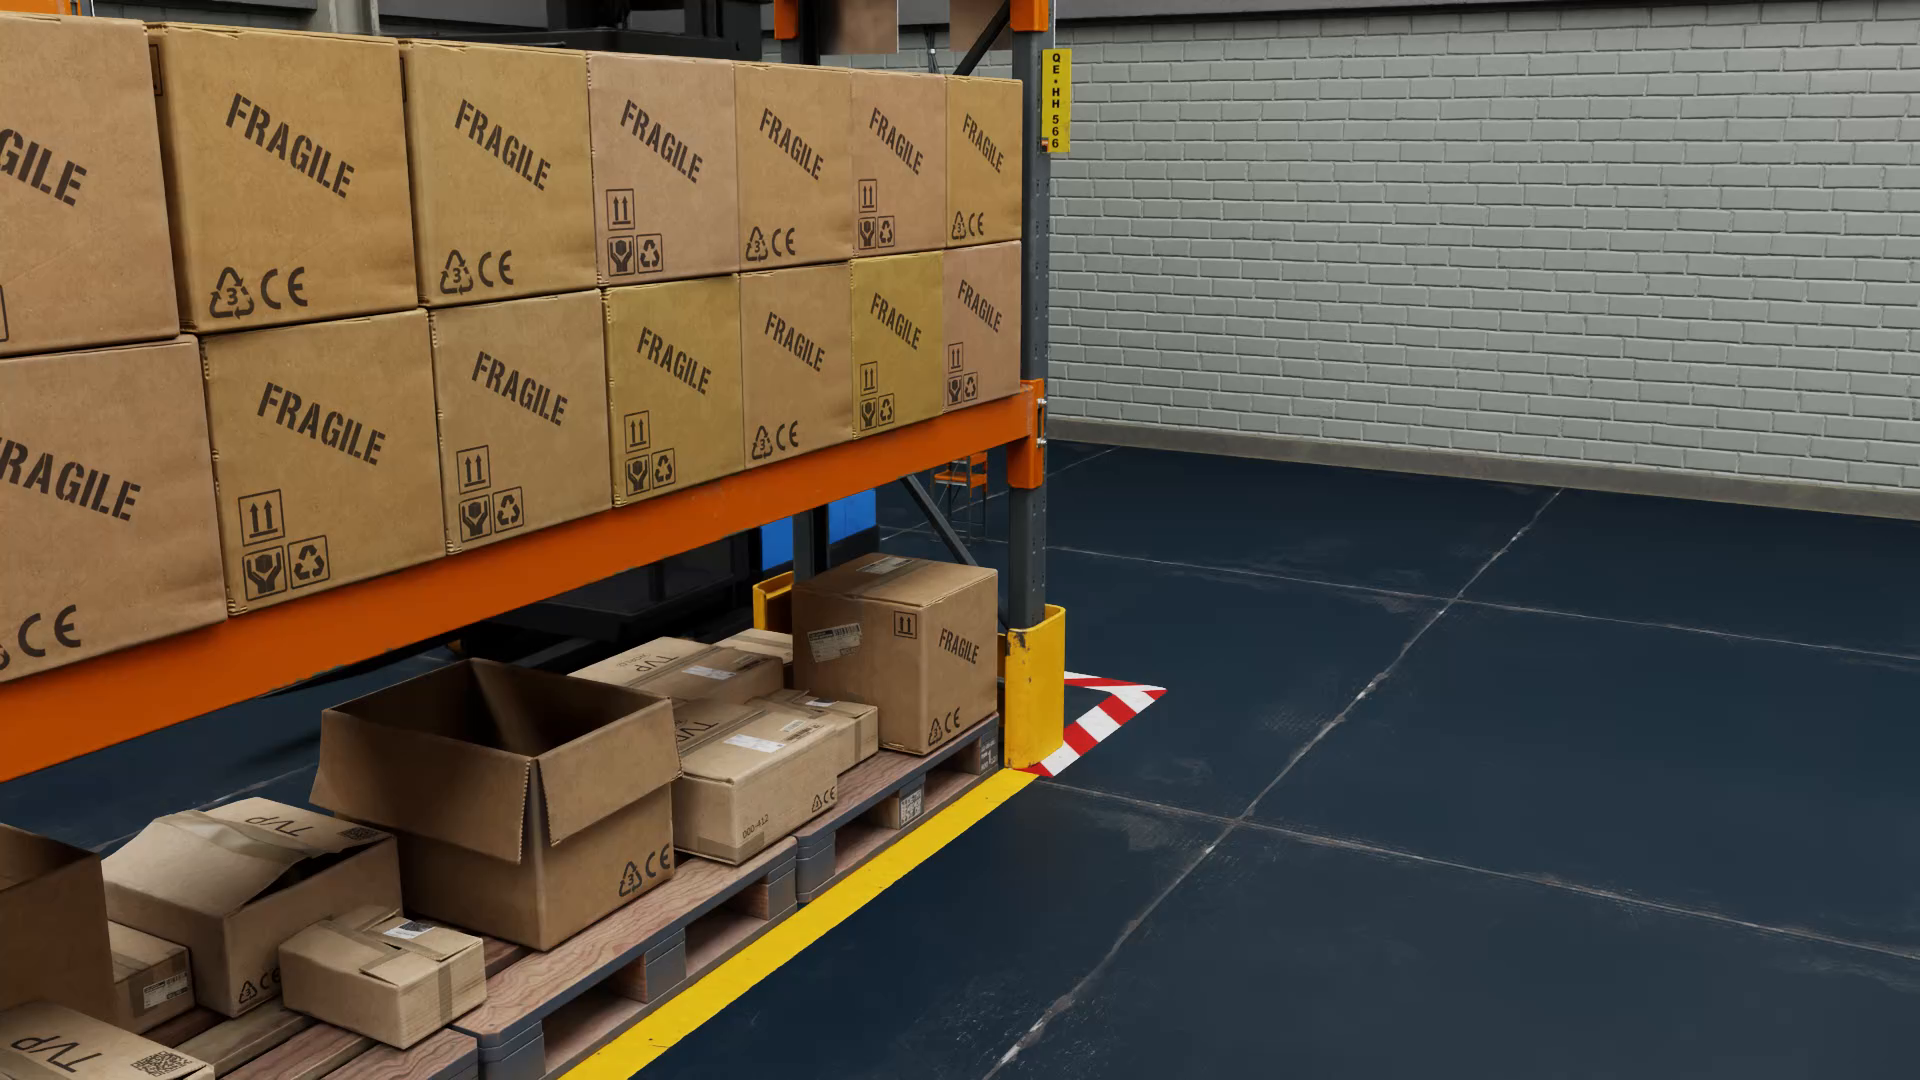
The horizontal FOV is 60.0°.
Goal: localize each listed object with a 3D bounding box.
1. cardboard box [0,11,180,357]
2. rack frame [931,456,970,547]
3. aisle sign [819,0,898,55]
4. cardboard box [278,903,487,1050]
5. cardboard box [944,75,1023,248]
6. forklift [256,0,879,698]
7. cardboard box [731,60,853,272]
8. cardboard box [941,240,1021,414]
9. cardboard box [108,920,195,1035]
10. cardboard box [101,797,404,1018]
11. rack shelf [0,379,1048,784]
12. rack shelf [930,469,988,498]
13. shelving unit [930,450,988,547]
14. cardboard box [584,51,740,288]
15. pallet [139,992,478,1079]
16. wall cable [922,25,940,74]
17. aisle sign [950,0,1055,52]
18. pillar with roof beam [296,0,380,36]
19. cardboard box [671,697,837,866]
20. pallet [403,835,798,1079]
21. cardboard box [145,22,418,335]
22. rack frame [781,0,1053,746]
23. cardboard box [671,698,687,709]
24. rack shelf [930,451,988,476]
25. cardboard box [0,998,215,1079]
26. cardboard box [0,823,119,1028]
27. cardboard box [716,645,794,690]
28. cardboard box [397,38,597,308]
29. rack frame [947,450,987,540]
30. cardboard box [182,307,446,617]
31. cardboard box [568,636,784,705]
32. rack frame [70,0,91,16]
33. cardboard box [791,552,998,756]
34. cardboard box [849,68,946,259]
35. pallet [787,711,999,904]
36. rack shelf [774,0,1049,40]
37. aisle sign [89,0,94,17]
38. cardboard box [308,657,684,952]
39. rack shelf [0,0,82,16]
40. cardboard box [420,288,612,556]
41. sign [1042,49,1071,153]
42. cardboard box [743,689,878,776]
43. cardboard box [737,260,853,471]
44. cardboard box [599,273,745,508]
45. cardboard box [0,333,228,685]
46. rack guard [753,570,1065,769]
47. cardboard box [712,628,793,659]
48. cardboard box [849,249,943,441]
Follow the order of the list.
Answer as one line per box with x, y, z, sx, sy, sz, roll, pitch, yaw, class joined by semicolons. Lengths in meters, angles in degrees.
-1.622;-0.557;2.596;0.500;0.500;0.500;8;16;29;cardboard box
-0.051;-0.562;8.803;0.240;1.200;0.006;7;15;28;rack frame
-0.387;-2.089;5.752;0.394;0.787;0.004;7;15;28;aisle sign
-1.295;0.966;3.733;0.380;0.166;0.250;7;15;28;cardboard box
-0.137;-1.190;5.223;0.500;0.500;0.500;7;15;28;cardboard box
-1.508;-0.947;6.708;1.130;2.935;3.031;7;15;26;forklift
-0.627;-0.979;4.350;0.500;0.500;0.500;8;16;30;cardboard box
-0.141;-0.704;5.339;0.500;0.500;0.500;8;16;30;cardboard box
-1.941;0.982;3.704;0.380;0.149;0.250;7;15;28;cardboard box
-1.707;0.833;3.976;0.500;0.311;0.500;7;15;28;cardboard box
-1.130;-0.018;4.242;1.077;0.370;4.000;7;15;28;rack shelf
-0.007;-0.304;8.947;0.258;0.103;0.180;7;15;28;rack shelf
-0.007;-0.580;8.881;0.258;1.200;0.189;7;15;28;shelving unit
-0.876;-0.874;3.912;0.500;0.500;0.500;8;16;30;cardboard box
-1.764;1.258;3.367;1.003;0.211;1.213;7;15;28;pallet
-1.454;-3.865;12.491;3.097;2.526;0.112;7;15;28;wall cable
0.138;-2.021;5.470;0.394;0.787;0.004;7;15;28;aisle sign
-0.184;-4.419;8.163;9.100;9.000;0.400;7;15;28;pillar with roof beam
-0.696;0.676;4.758;0.500;0.250;0.500;7;15;28;cardboard box
-1.175;1.006;4.409;1.003;0.211;1.213;7;15;28;pallet
-1.373;-0.663;3.035;0.500;0.500;0.500;7;15;26;cardboard box
-0.163;-0.778;5.860;1.000;3.000;0.127;7;15;28;rack frame
-1.157;0.629;4.950;0.500;0.250;0.500;7;15;28;cardboard box
-0.007;-0.420;8.919;0.258;0.103;0.180;7;15;28;rack shelf
-1.704;1.074;2.975;0.500;0.311;0.500;7;15;28;cardboard box
-2.069;0.895;3.316;0.500;0.500;0.500;7;15;28;cardboard box
-0.787;0.484;5.733;0.380;0.166;0.250;7;15;28;cardboard box
-1.124;-0.768;3.473;0.500;0.500;0.500;7;15;26;cardboard box
0.037;-0.599;8.958;0.240;1.200;0.006;7;15;28;rack frame
-1.367;-0.185;3.187;0.500;0.500;0.500;8;16;29;cardboard box
-0.916;0.527;5.376;0.500;0.250;0.500;7;15;28;cardboard box
-4.501;-1.338;8.185;1.000;3.000;0.127;7;15;28;rack frame
-0.210;0.363;5.523;0.500;0.500;0.500;7;15;28;cardboard box
-0.381;-1.086;4.793;0.500;0.500;0.500;8;16;30;cardboard box
-0.584;0.757;5.443;1.003;0.211;1.213;7;15;28;pallet
-1.130;-1.476;3.891;1.077;0.370;4.000;7;15;28;rack shelf
-4.204;-2.583;7.801;0.394;0.787;0.004;7;15;28;aisle sign
-1.193;0.656;4.298;0.797;0.503;0.637;7;15;28;cardboard box
-5.468;-2.037;6.216;1.077;0.370;4.000;7;15;28;rack shelf
-1.123;-0.287;3.612;0.500;0.500;0.500;7;15;28;cardboard box
0.313;-1.427;5.410;0.100;0.325;0.005;7;15;28;sign
-0.485;0.598;5.260;0.380;0.166;0.250;7;15;28;cardboard box
-0.635;-0.495;4.474;0.500;0.500;0.500;8;15;28;cardboard box
-0.879;-0.392;4.045;0.500;0.500;0.500;7;15;27;cardboard box
-1.612;-0.080;2.750;0.500;0.500;0.500;8;16;30;cardboard box
-0.200;0.453;6.088;1.175;0.500;0.348;7;15;28;rack guard
-0.666;0.441;5.948;0.380;0.149;0.250;7;15;28;cardboard box
-0.389;-0.597;4.896;0.500;0.500;0.500;8;15;29;cardboard box
